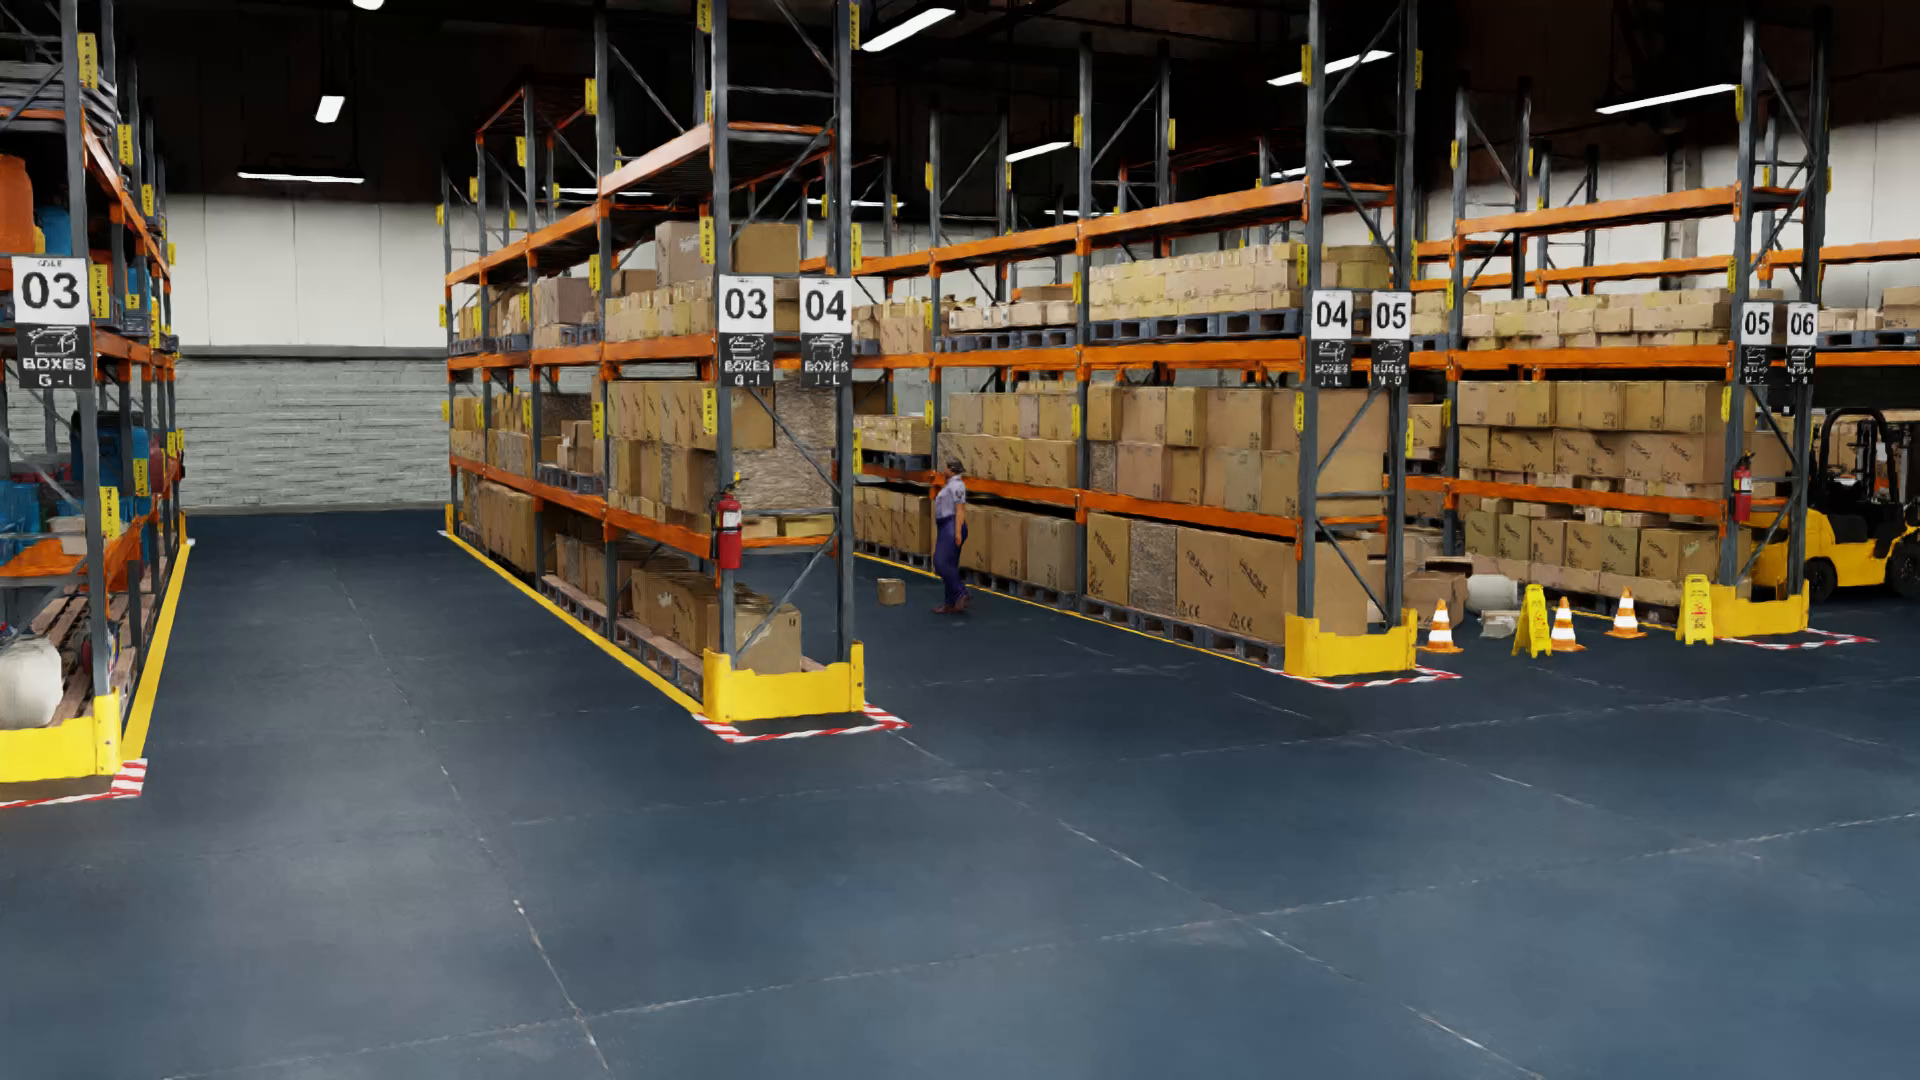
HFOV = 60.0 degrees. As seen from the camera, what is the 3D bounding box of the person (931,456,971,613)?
[{"bbox_3d":[-0.113,-0.057,17.586,0.408,1.647,0.629,-1,6,-12],"label":"person"}]
